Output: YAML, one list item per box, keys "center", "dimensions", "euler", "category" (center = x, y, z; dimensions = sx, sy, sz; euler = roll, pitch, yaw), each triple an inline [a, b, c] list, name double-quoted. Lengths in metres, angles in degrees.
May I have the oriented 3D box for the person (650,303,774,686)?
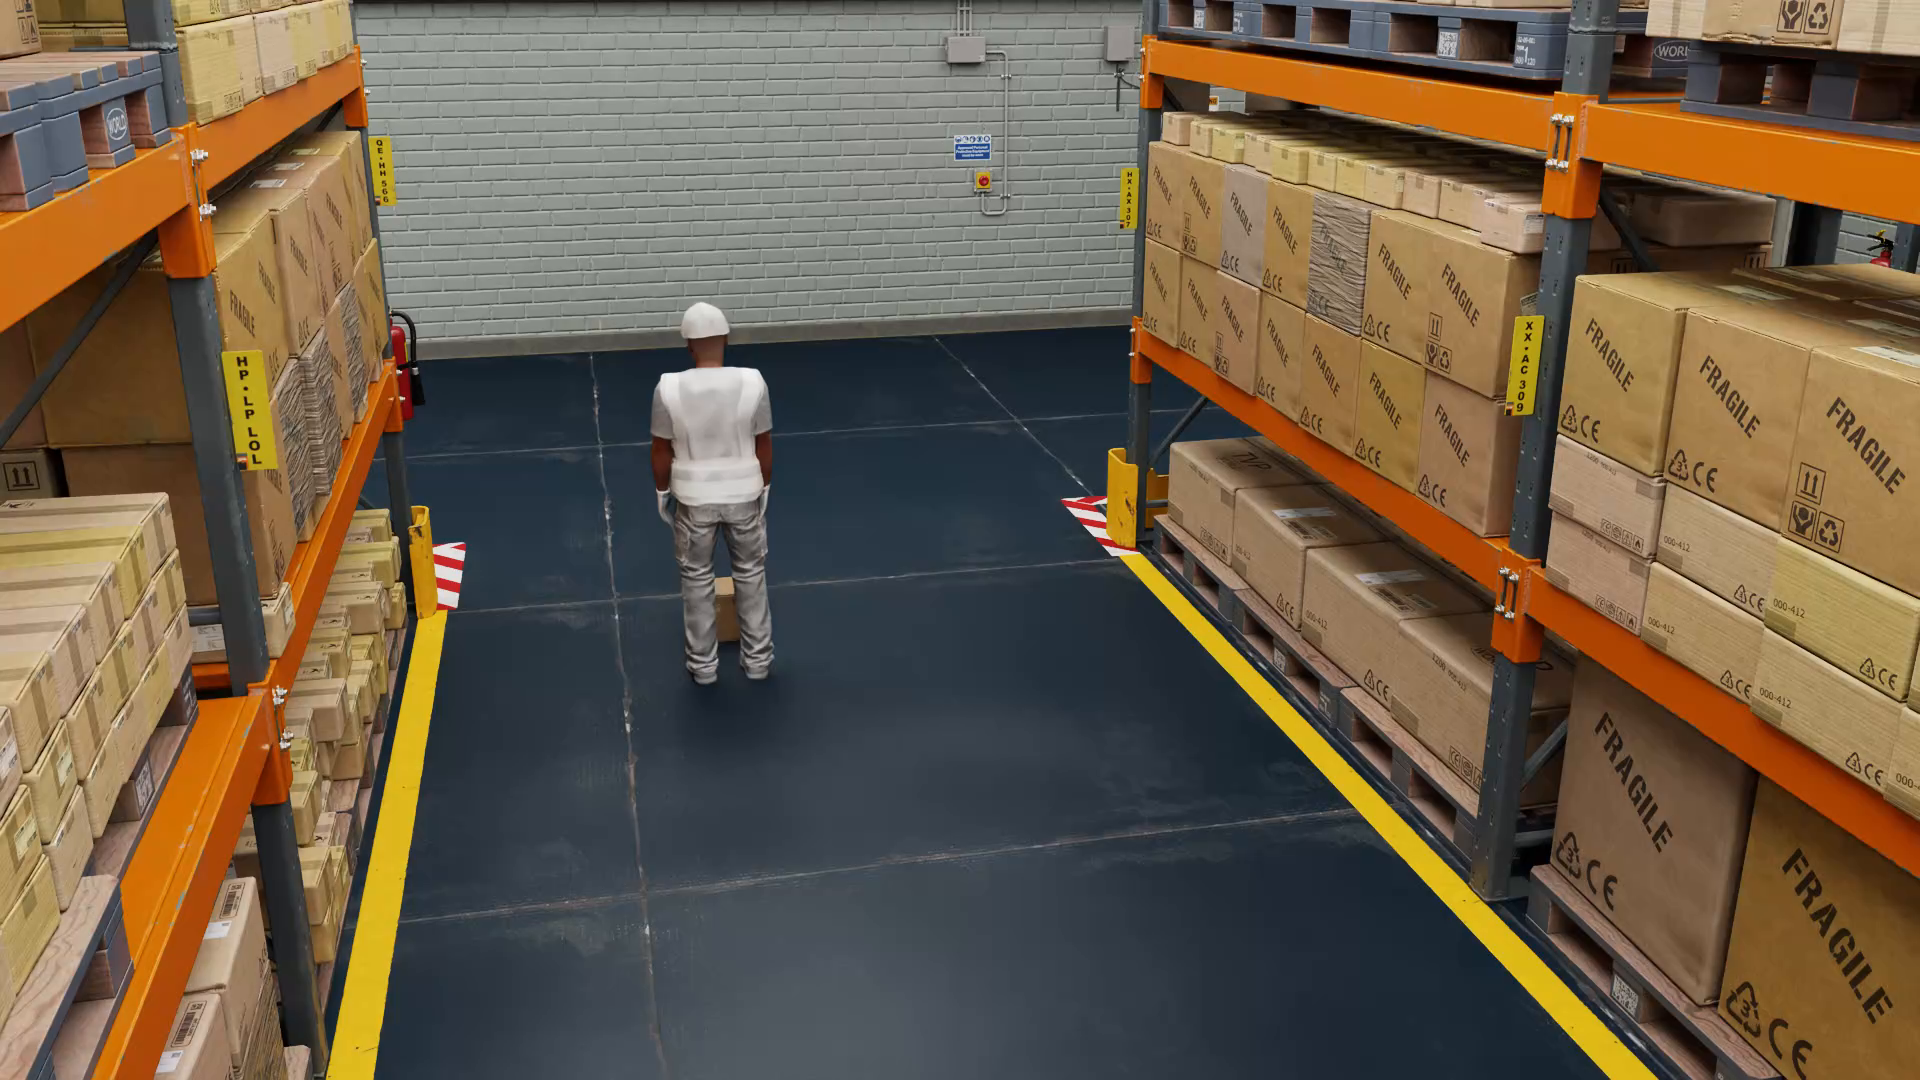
- center: [-1.126, -0.203, 7.622]
  dimensions: [0.548, 1.775, 0.359]
  euler: [-4, 20, -11]
  category: "person"
